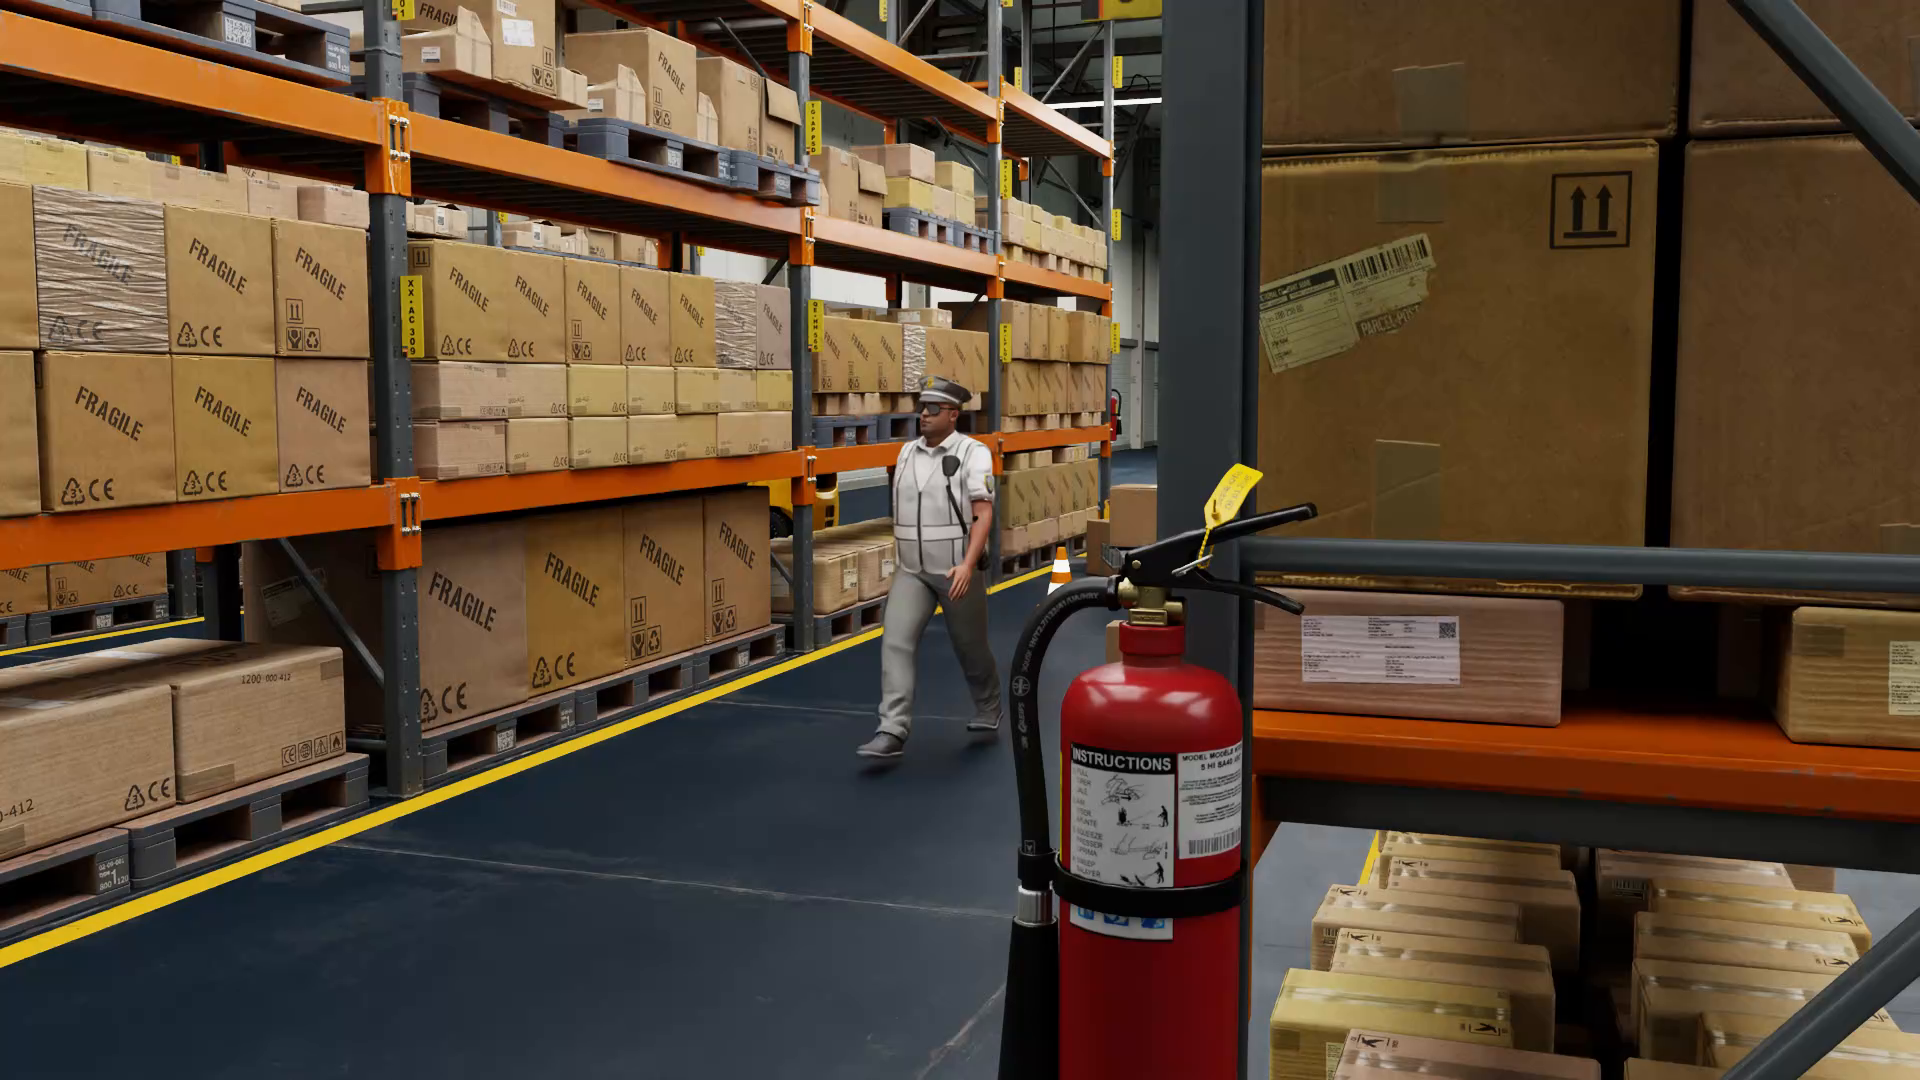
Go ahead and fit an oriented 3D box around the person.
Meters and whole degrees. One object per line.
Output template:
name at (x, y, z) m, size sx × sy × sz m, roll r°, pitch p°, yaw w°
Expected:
person at (-0.106, 0.108, 7.581) m, size 0.537 × 1.718 × 1.068 m, roll 2°, pitch 6°, yaw 24°
